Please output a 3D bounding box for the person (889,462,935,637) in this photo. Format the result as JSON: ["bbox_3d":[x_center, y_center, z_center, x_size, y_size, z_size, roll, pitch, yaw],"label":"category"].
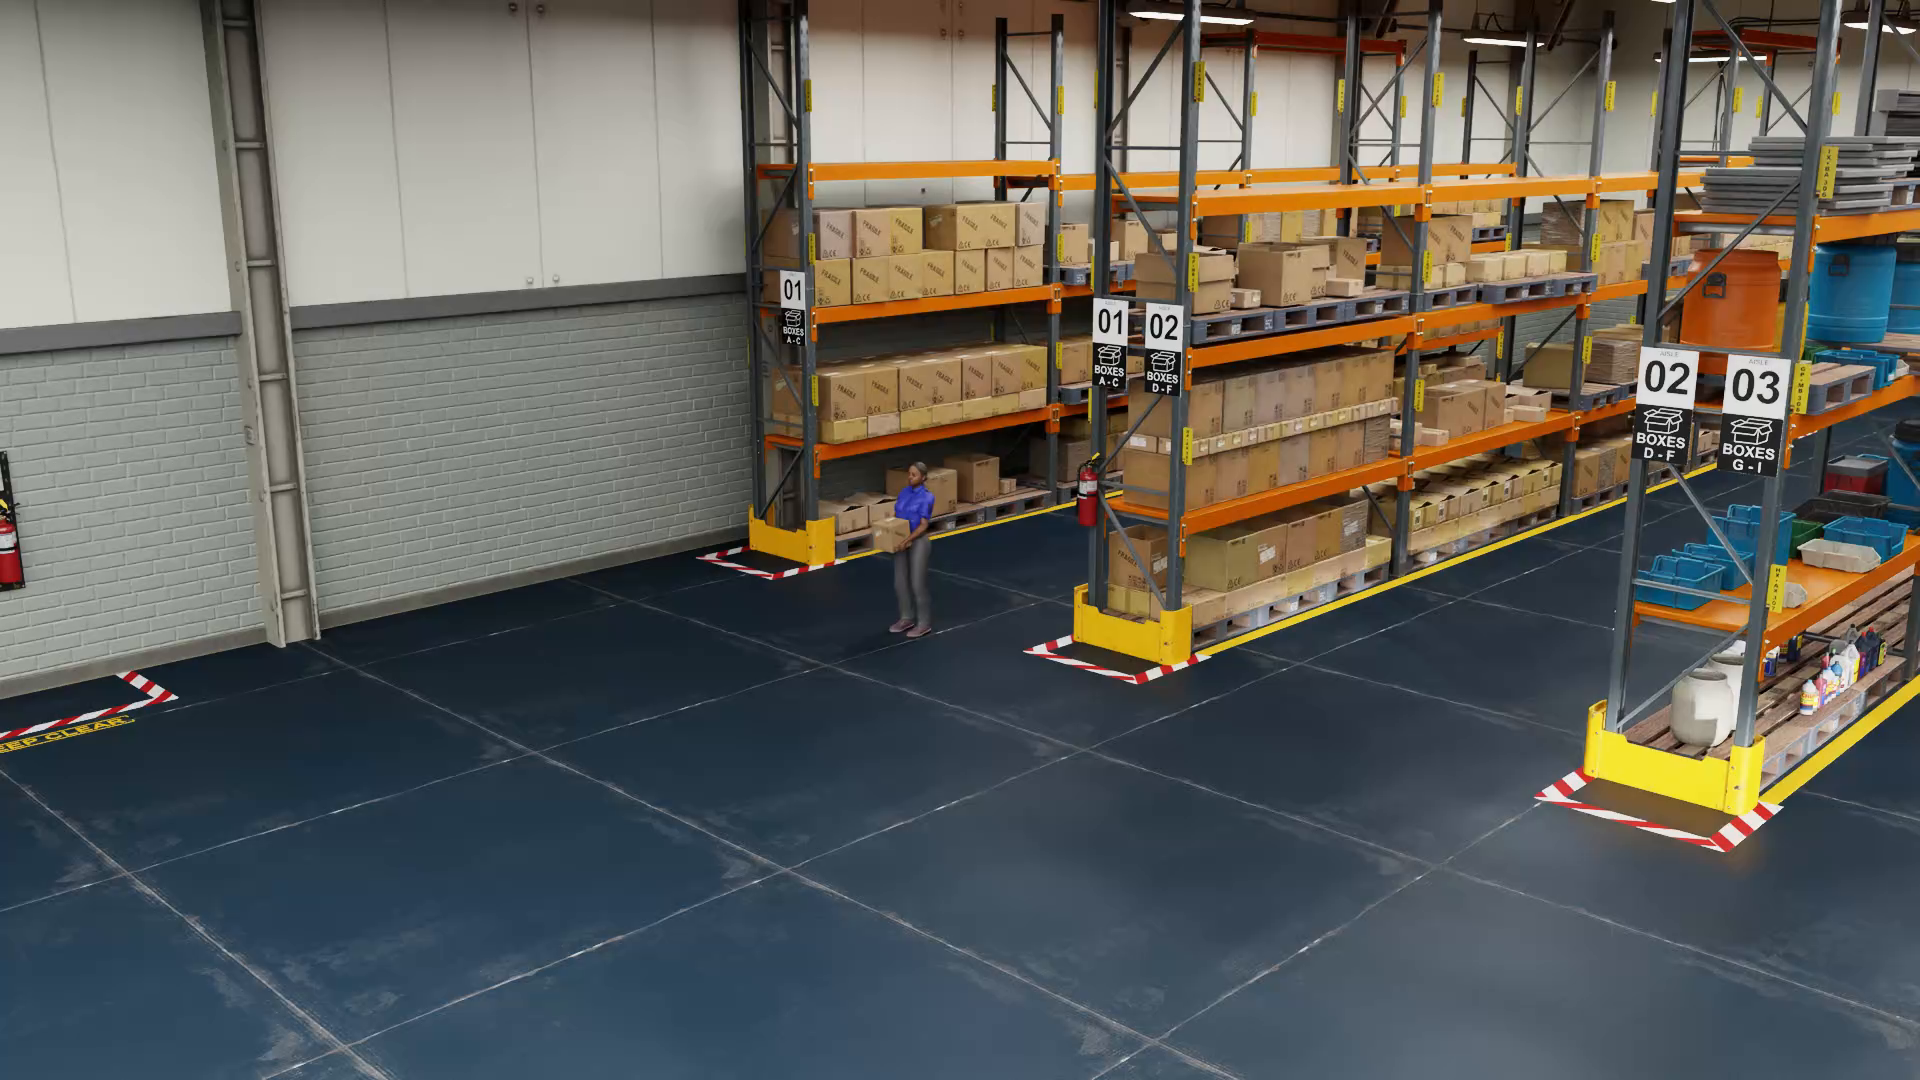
[{"bbox_3d":[-0.505,0.089,15.669,0.450,1.646,0.517,13,19,43],"label":"person"}]
